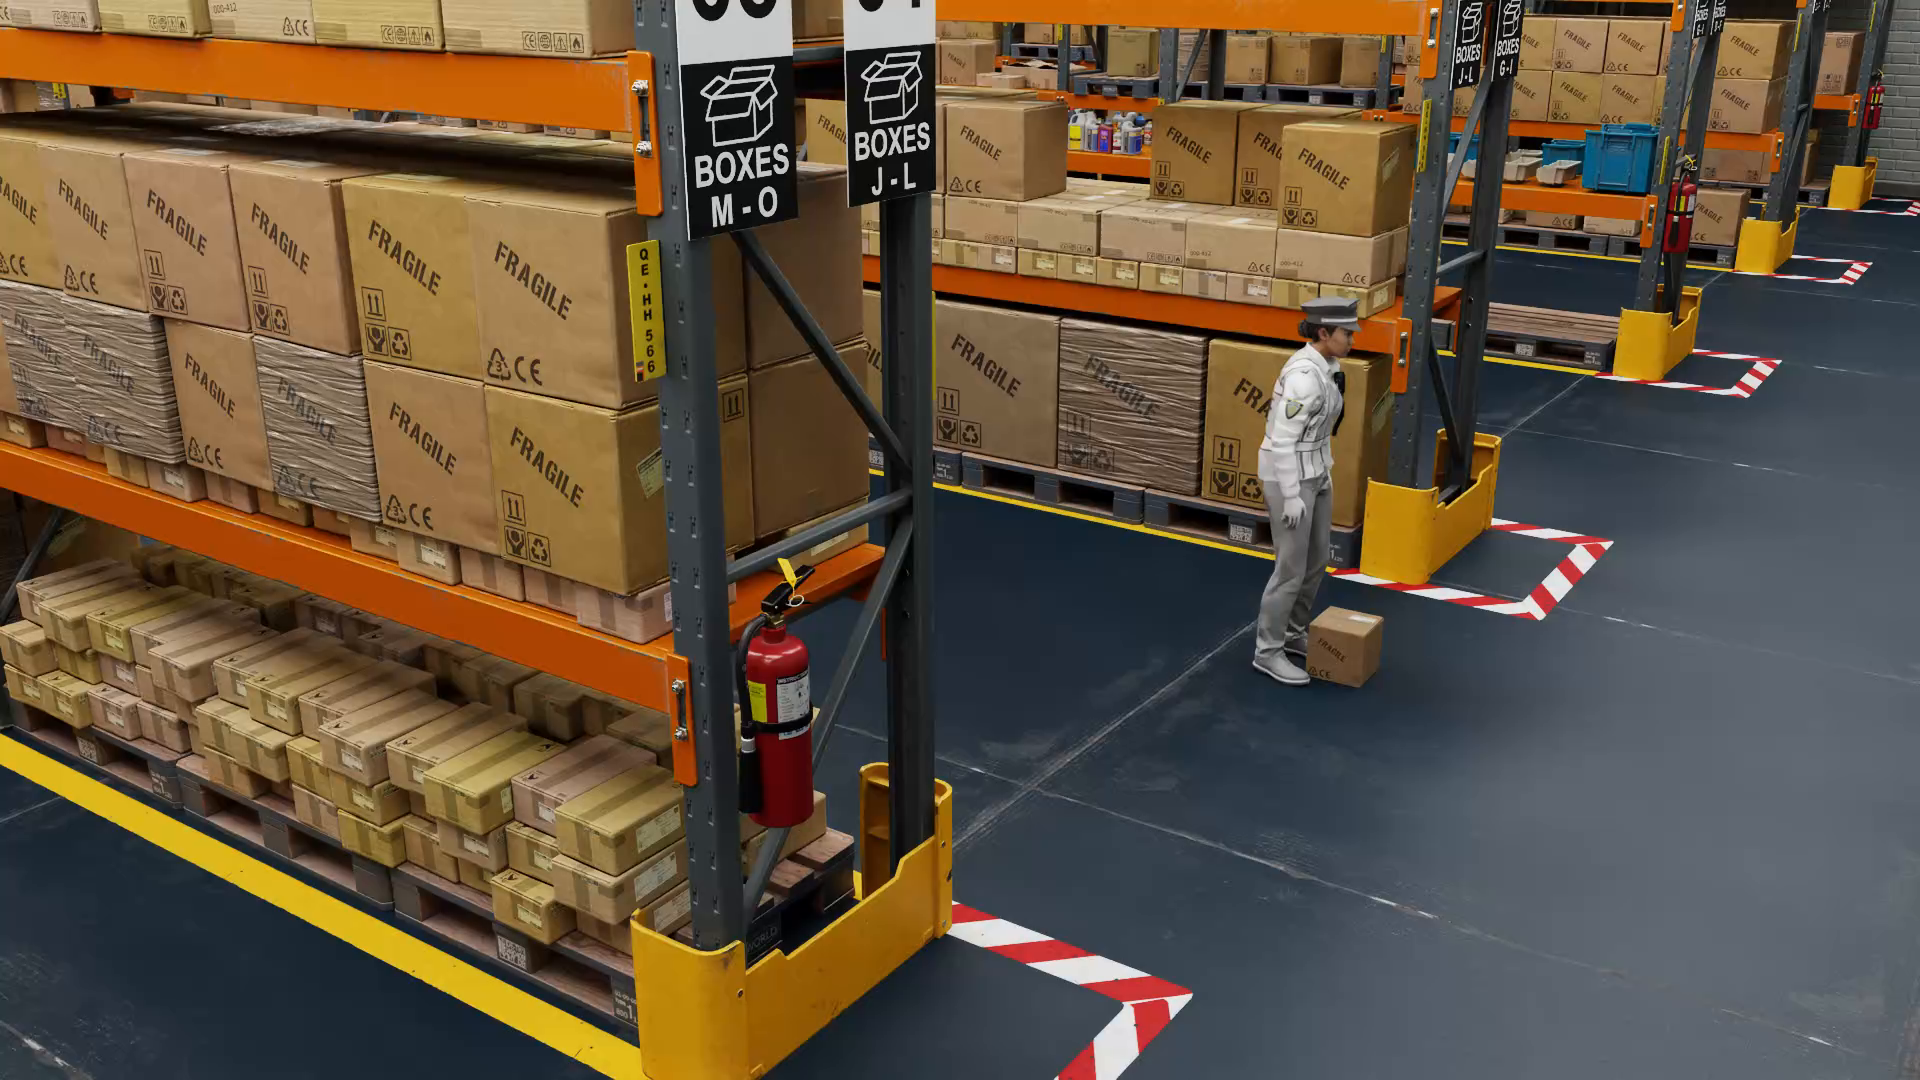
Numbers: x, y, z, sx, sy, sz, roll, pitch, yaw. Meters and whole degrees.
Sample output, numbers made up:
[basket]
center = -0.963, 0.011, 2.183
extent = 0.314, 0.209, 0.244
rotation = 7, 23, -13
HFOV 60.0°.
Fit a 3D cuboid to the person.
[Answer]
[person]
center = 1.495, -0.239, 7.228
extent = 0.376, 1.662, 0.543
rotation = 11, 23, 29
